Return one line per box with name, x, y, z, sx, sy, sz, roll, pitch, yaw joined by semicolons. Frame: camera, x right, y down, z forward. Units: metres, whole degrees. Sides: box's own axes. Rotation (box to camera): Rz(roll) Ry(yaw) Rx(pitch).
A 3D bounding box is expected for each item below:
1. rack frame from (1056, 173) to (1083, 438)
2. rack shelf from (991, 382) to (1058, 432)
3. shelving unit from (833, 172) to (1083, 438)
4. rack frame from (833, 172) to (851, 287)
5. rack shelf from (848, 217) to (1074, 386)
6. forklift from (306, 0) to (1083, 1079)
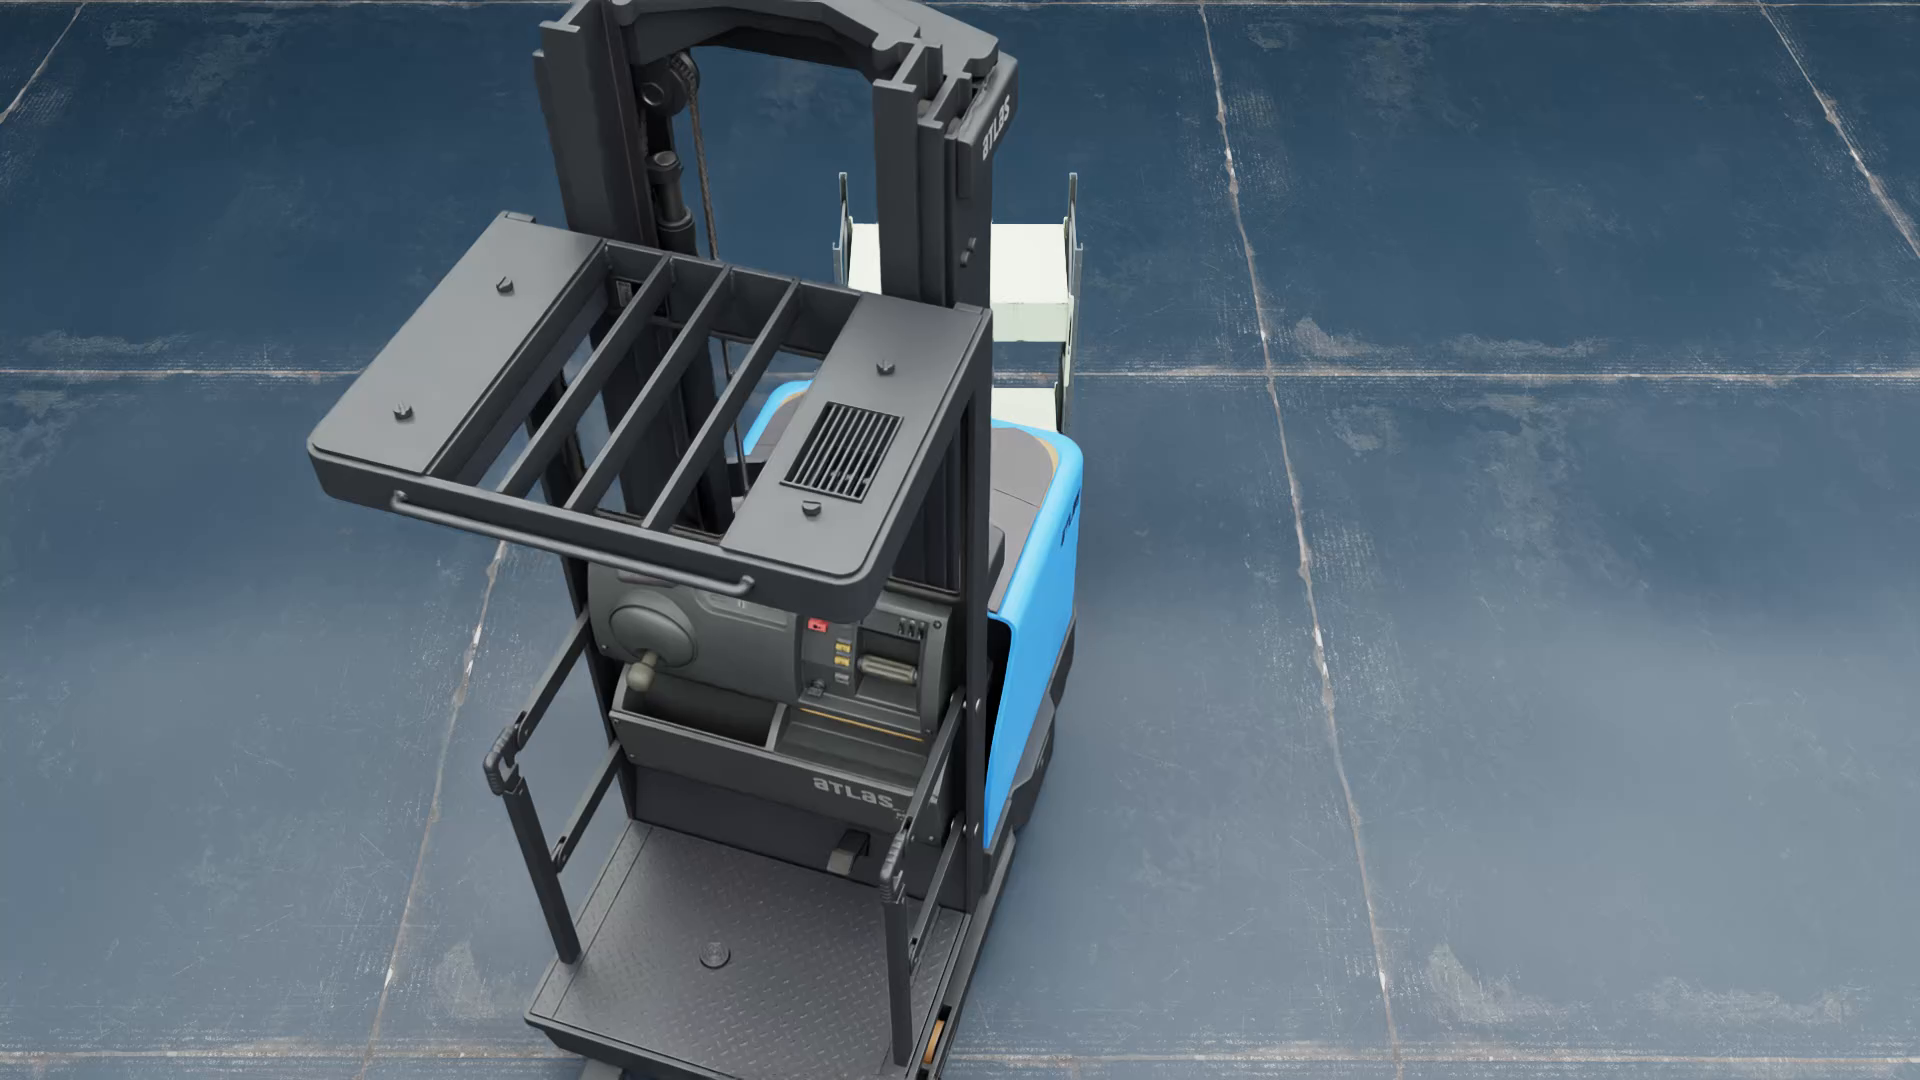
rack frame;0.359;-0.510;5.700;0.023;1.500;0.400;0;47;0
rack shelf;-0.007;-0.289;5.940;0.720;0.370;0.431;0;47;0
shelving unit;-0.007;-0.511;5.701;0.755;1.500;0.431;0;47;0
rack frame;-0.373;-0.512;5.702;0.023;1.500;0.400;0;47;0
rack shelf;-0.007;-0.777;5.415;0.720;0.370;0.431;0;47;0
forklift;-0.543;0.339;3.933;1.130;2.935;3.031;13;48;12
